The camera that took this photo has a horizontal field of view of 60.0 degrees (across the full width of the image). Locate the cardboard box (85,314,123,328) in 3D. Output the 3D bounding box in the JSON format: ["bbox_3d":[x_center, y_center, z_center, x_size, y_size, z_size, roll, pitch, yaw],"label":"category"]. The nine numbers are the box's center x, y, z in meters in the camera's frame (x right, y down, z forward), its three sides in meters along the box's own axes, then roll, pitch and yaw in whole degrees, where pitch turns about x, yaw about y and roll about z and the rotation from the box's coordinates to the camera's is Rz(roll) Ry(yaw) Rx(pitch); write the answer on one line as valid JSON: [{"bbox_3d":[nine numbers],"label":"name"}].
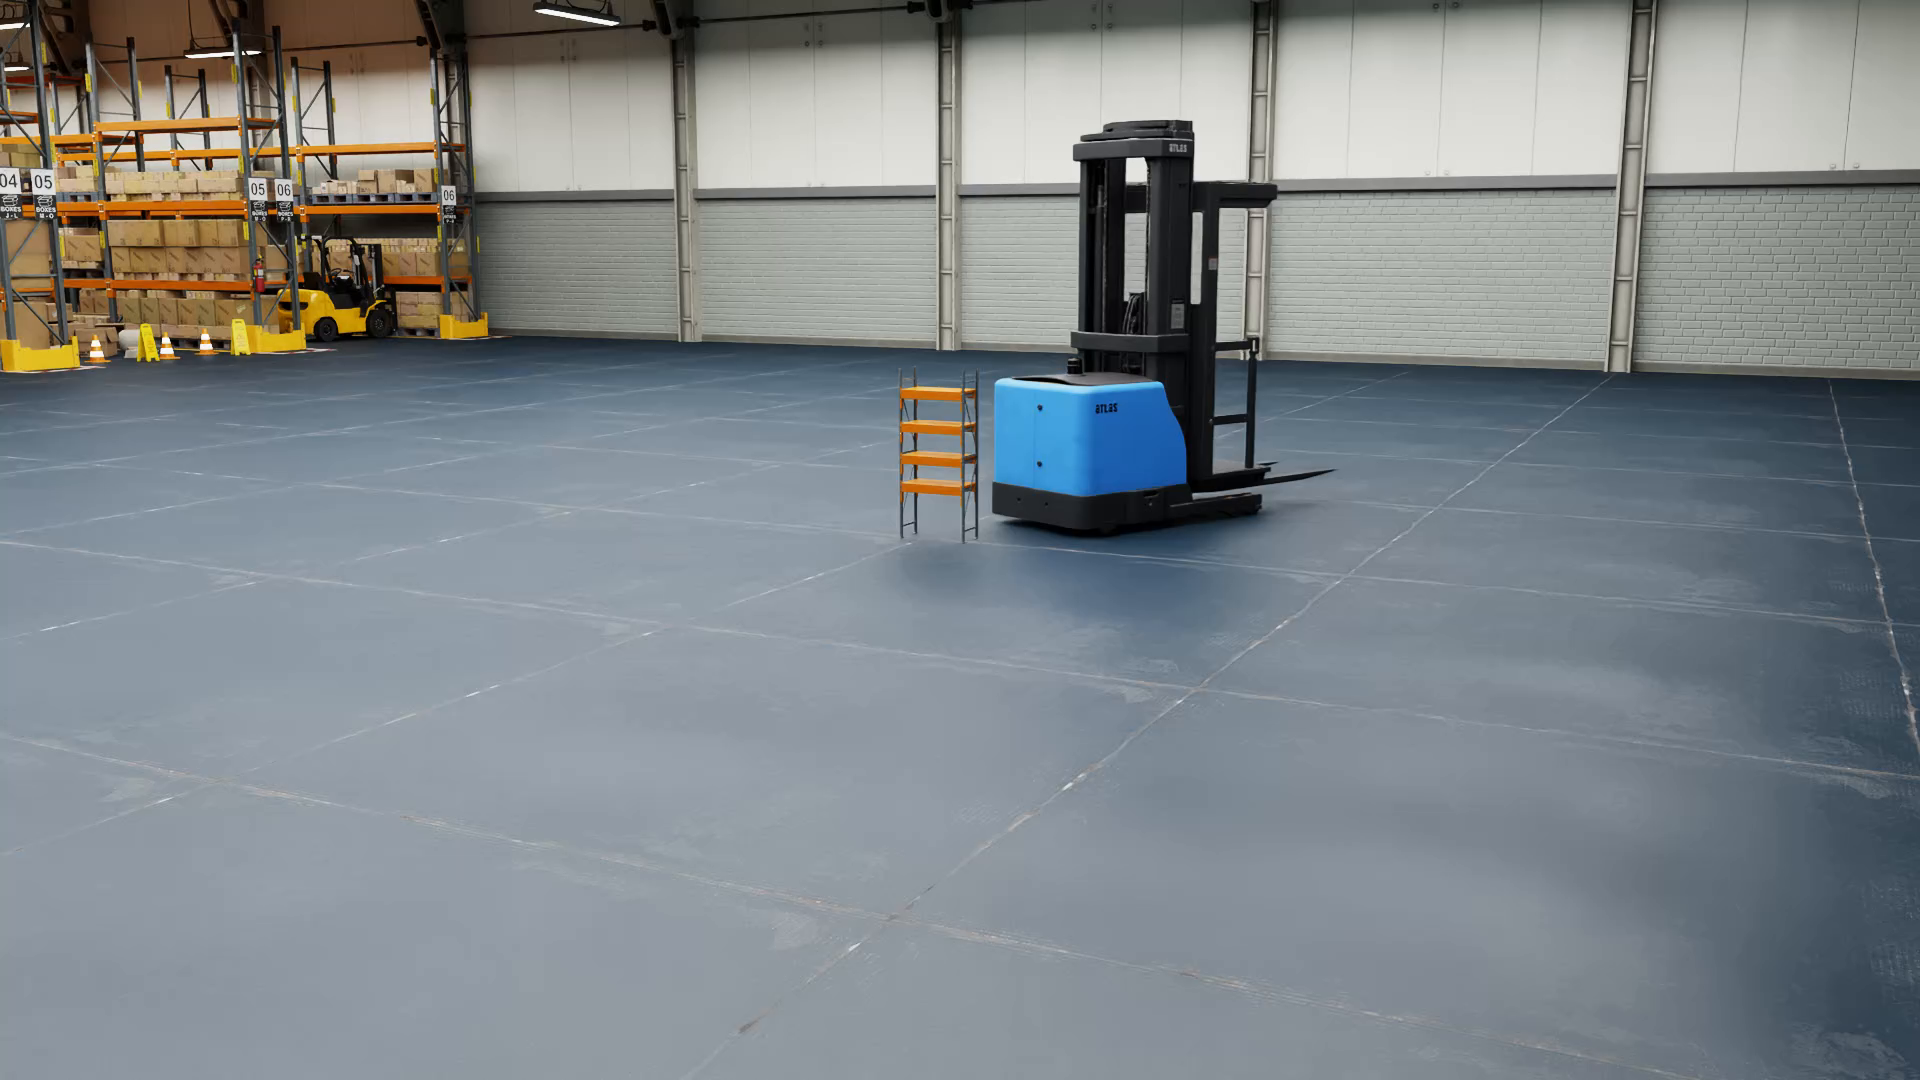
[{"bbox_3d":[-16.998,-4.348,33.531,0.625,0.372,0.950,5,11,27],"label":"cardboard box"}]

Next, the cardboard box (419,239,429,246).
[{"bbox_3d":[-11.396,-6.395,35.706,0.250,0.149,0.380,5,11,26],"label":"cardboard box"}]

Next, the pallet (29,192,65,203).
[{"bbox_3d":[-17.965,-6.924,33.670,1.003,0.211,1.213,5,11,26],"label":"pallet"}]

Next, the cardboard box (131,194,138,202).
[{"bbox_3d":[-15.875,-6.651,32.338,0.250,0.149,0.380,5,11,26],"label":"cardboard box"}]

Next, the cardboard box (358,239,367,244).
[{"bbox_3d":[-12.989,-6.540,36.506,0.250,0.149,0.380,5,11,26],"label":"cardboard box"}]

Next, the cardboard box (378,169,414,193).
[{"bbox_3d":[-12.126,-7.745,35.938,0.500,0.500,0.700,5,11,26],"label":"cardboard box"}]

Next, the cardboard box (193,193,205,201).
[{"bbox_3d":[-14.286,-6.498,31.492,0.250,0.149,0.380,5,11,25],"label":"cardboard box"}]

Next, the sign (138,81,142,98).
[{"bbox_3d":[-16.270,-8.929,32.955,0.005,0.325,0.100,5,11,26],"label":"sign"}]

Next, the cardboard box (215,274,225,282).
[{"bbox_3d":[-13.866,-4.976,31.506,0.250,0.149,0.380,5,11,25],"label":"cardboard box"}]

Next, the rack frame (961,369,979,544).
[{"bbox_3d":[0.070,-0.584,11.589,0.015,1.200,0.240,5,11,26],"label":"rack frame"}]

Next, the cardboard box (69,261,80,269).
[{"bbox_3d":[-17.586,-5.511,33.285,0.250,0.149,0.380,5,11,25],"label":"cardboard box"}]

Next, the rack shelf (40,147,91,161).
[{"bbox_3d":[-23.302,-9.571,41.374,4.000,0.370,1.077,5,11,26],"label":"rack shelf"}]

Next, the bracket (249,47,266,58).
[{"bbox_3d":[-16.138,-11.177,38.111,0.430,0.232,0.235,5,11,26],"label":"bracket"}]

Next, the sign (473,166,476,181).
[{"bbox_3d":[-10.496,-7.905,35.884,0.005,0.325,0.100,5,11,26],"label":"sign"}]

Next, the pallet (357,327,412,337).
[{"bbox_3d":[-12.541,-4.649,36.825,1.213,0.211,1.003,5,11,26],"label":"pallet"}]

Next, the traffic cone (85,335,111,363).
[{"bbox_3d":[-14.887,-3.300,28.665,0.334,0.463,0.336,5,11,26],"label":"traffic cone"}]

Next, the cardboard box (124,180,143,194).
[{"bbox_3d":[-15.787,-6.825,32.179,0.500,0.250,0.500,5,11,25],"label":"cardboard box"}]

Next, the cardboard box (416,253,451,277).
[{"bbox_3d":[-11.304,-5.917,35.722,0.500,0.500,0.500,5,11,25],"label":"cardboard box"}]

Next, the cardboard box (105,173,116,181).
[{"bbox_3d":[-16.389,-7.061,32.368,0.250,0.149,0.380,5,11,25],"label":"cardboard box"}]

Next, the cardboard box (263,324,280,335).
[{"bbox_3d":[-13.541,-4.040,32.170,0.500,0.250,0.500,5,11,25],"label":"cardboard box"}]

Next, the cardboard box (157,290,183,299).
[{"bbox_3d":[-15.327,-4.765,32.252,0.250,0.149,0.380,6,12,29],"label":"cardboard box"}]

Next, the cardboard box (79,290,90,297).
[{"bbox_3d":[-21.304,-6.042,40.710,0.250,0.149,0.380,6,12,29],"label":"cardboard box"}]

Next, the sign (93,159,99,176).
[{"bbox_3d":[-16.769,-7.229,32.269,0.005,0.325,0.100,5,11,26],"label":"sign"}]

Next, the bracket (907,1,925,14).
[{"bbox_3d":[-0.740,-9.824,30.635,0.430,0.232,0.235,5,11,26],"label":"bracket"}]

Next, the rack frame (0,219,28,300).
[{"bbox_3d":[-20.114,-5.709,34.850,0.127,3.000,1.000,5,11,26],"label":"rack frame"}]

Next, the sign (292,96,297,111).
[{"bbox_3d":[-14.563,-9.550,36.382,0.005,0.325,0.100,5,11,26],"label":"sign"}]

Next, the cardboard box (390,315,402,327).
[{"bbox_3d":[-12.194,-4.793,36.333,0.500,0.250,0.500,5,11,26],"label":"cardboard box"}]

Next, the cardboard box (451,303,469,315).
[{"bbox_3d":[-11.076,-5.041,36.300,0.500,0.250,0.500,5,12,27],"label":"cardboard box"}]

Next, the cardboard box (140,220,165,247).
[{"bbox_3d":[-15.341,-5.924,32.117,0.500,0.500,0.700,5,11,25],"label":"cardboard box"}]

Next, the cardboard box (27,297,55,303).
[{"bbox_3d":[-22.908,-5.890,41.692,0.500,0.500,0.700,5,11,24],"label":"cardboard box"}]

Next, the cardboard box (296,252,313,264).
[{"bbox_3d":[-14.887,-6.357,37.447,0.500,0.250,0.500,5,11,25],"label":"cardboard box"}]

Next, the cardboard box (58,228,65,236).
[{"bbox_3d":[-17.921,-6.185,33.367,0.250,0.149,0.380,4,11,23],"label":"cardboard box"}]

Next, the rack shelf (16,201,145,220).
[{"bbox_3d":[-18.320,-6.673,33.776,4.000,0.370,1.077,5,11,26],"label":"rack shelf"}]

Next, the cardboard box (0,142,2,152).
[{"bbox_3d":[-15.491,-6.253,26.440,0.250,0.149,0.380,5,11,26],"label":"cardboard box"}]

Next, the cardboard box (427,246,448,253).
[{"bbox_3d":[-11.182,-6.222,35.586,0.250,0.149,0.380,5,11,27],"label":"cardboard box"}]

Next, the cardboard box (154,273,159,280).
[{"bbox_3d":[-15.426,-5.125,32.331,0.250,0.149,0.380,5,11,26],"label":"cardboard box"}]

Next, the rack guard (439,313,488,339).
[{"bbox_3d":[-10.725,-4.639,35.961,0.348,0.500,1.175,5,11,26],"label":"rack guard"}]

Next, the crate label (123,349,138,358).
[{"bbox_3d":[-14.815,-3.346,29.831,0.298,0.136,0.250,-1,10,-4],"label":"crate label"}]

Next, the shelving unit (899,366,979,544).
[{"bbox_3d":[-0.148,-0.603,11.695,0.503,1.200,0.258,5,11,26],"label":"shelving unit"}]

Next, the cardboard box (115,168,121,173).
[{"bbox_3d":[-17.325,-7.396,33.589,0.500,0.250,0.500,5,11,25],"label":"cardboard box"}]

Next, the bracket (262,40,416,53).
[{"bbox_3d":[-13.812,-10.972,36.982,4.783,0.066,0.076,5,11,26],"label":"bracket"}]

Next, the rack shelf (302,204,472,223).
[{"bbox_3d":[-12.540,-7.151,36.416,4.000,0.370,1.077,5,11,26],"label":"rack shelf"}]

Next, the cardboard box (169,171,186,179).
[{"bbox_3d":[-14.764,-6.918,31.576,0.250,0.149,0.380,5,12,27],"label":"cardboard box"}]

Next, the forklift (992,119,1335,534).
[{"bbox_3d":[1.702,-1.678,12.771,3.031,2.935,1.130,-8,13,-38],"label":"forklift"}]

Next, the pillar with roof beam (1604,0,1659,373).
[{"bbox_3d":[8.646,-6.443,22.064,0.400,9.000,9.100,5,11,26],"label":"pillar with roof beam"}]

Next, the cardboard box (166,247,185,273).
[{"bbox_3d":[-14.889,-5.396,32.005,0.500,0.500,0.500,5,11,26],"label":"cardboard box"}]

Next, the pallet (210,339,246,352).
[{"bbox_3d":[-13.721,-3.782,32.033,1.213,0.211,1.003,5,11,26],"label":"pallet"}]

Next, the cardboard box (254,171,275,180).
[{"bbox_3d":[-13.168,-6.884,31.386,0.250,0.149,0.380,5,11,25],"label":"cardboard box"}]

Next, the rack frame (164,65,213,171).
[{"bbox_3d":[-17.921,-9.454,38.698,0.127,3.000,1.000,5,11,26],"label":"rack frame"}]
